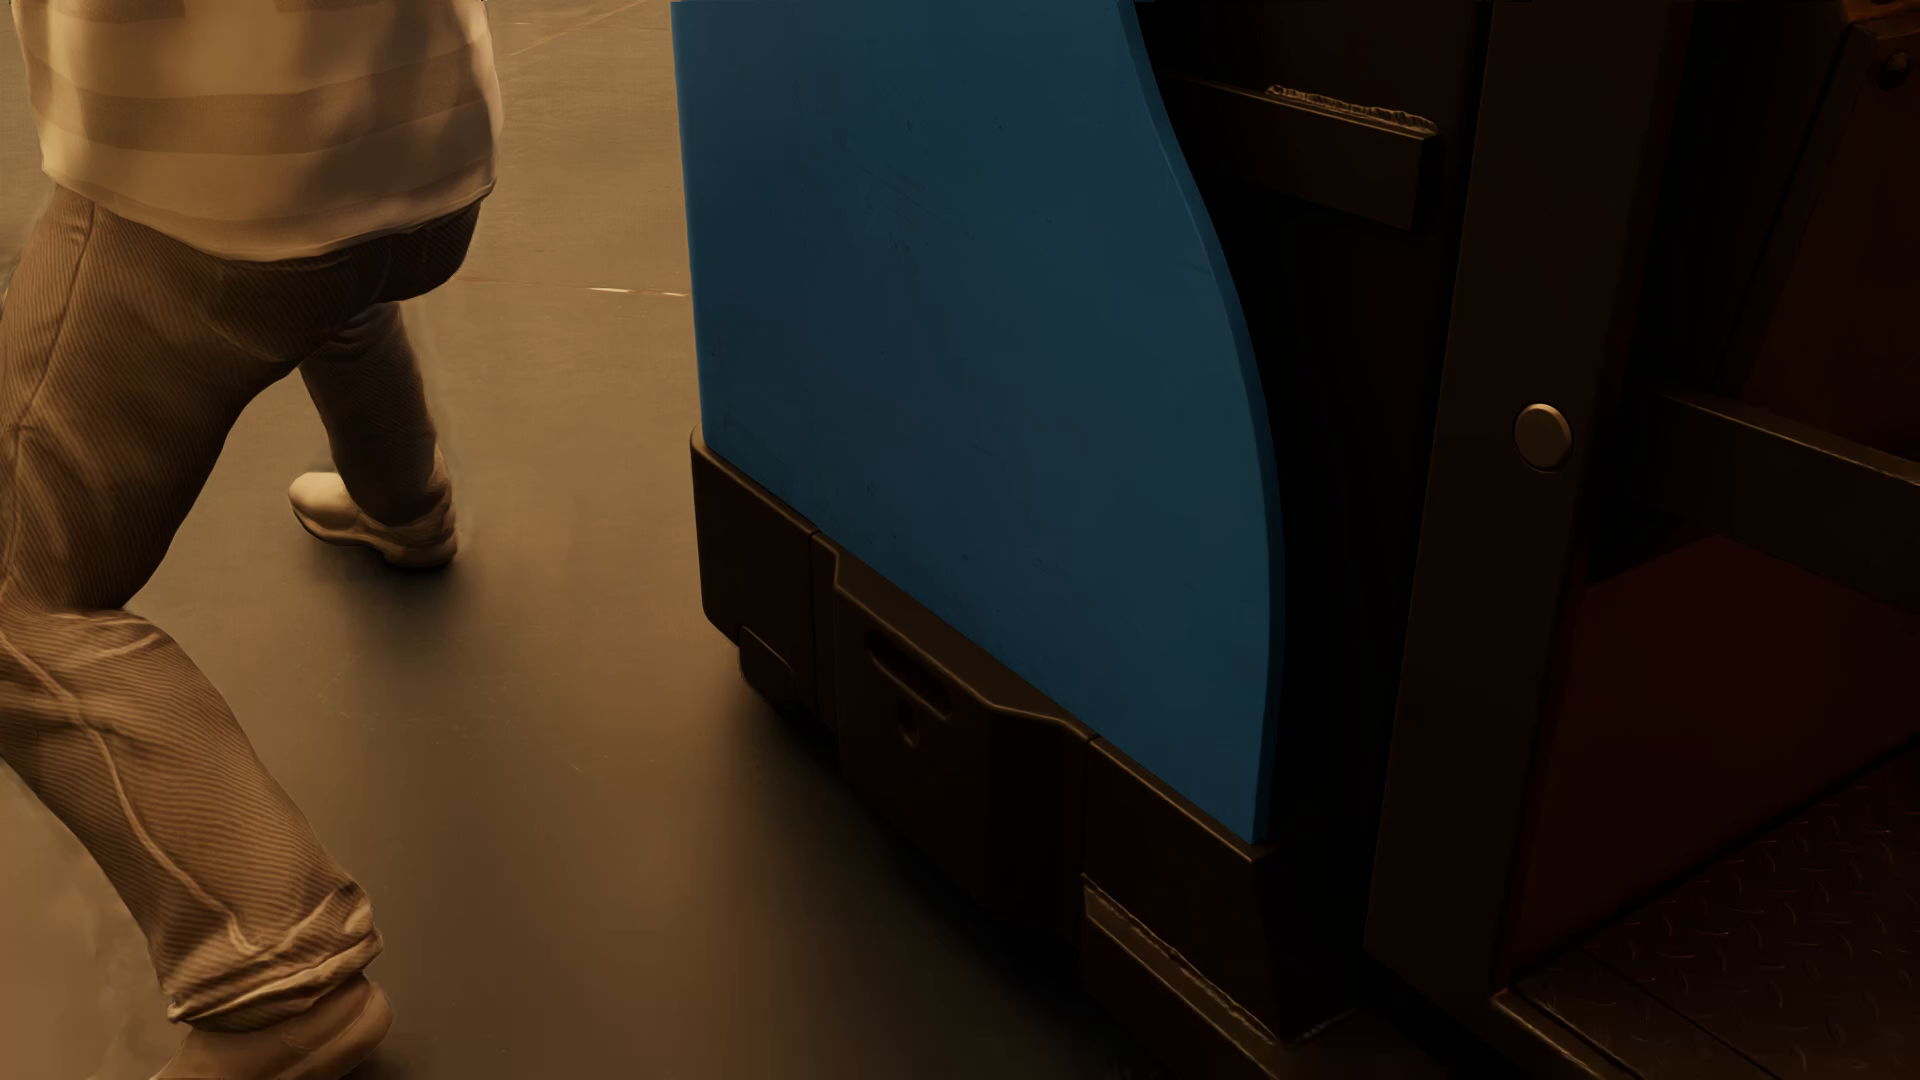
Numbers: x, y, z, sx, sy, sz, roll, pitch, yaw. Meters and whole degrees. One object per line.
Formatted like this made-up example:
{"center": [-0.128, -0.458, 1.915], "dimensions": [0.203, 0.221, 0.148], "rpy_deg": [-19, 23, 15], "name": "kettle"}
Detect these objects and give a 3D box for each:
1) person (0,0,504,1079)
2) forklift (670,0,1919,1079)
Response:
{"center": [-0.787, -0.420, 1.640], "dimensions": [0.970, 1.640, 1.018], "rpy_deg": [14, 30, 25], "name": "person"}
{"center": [0.910, -0.748, 0.728], "dimensions": [1.130, 2.935, 3.031], "rpy_deg": [-17, 31, -30], "name": "forklift"}
